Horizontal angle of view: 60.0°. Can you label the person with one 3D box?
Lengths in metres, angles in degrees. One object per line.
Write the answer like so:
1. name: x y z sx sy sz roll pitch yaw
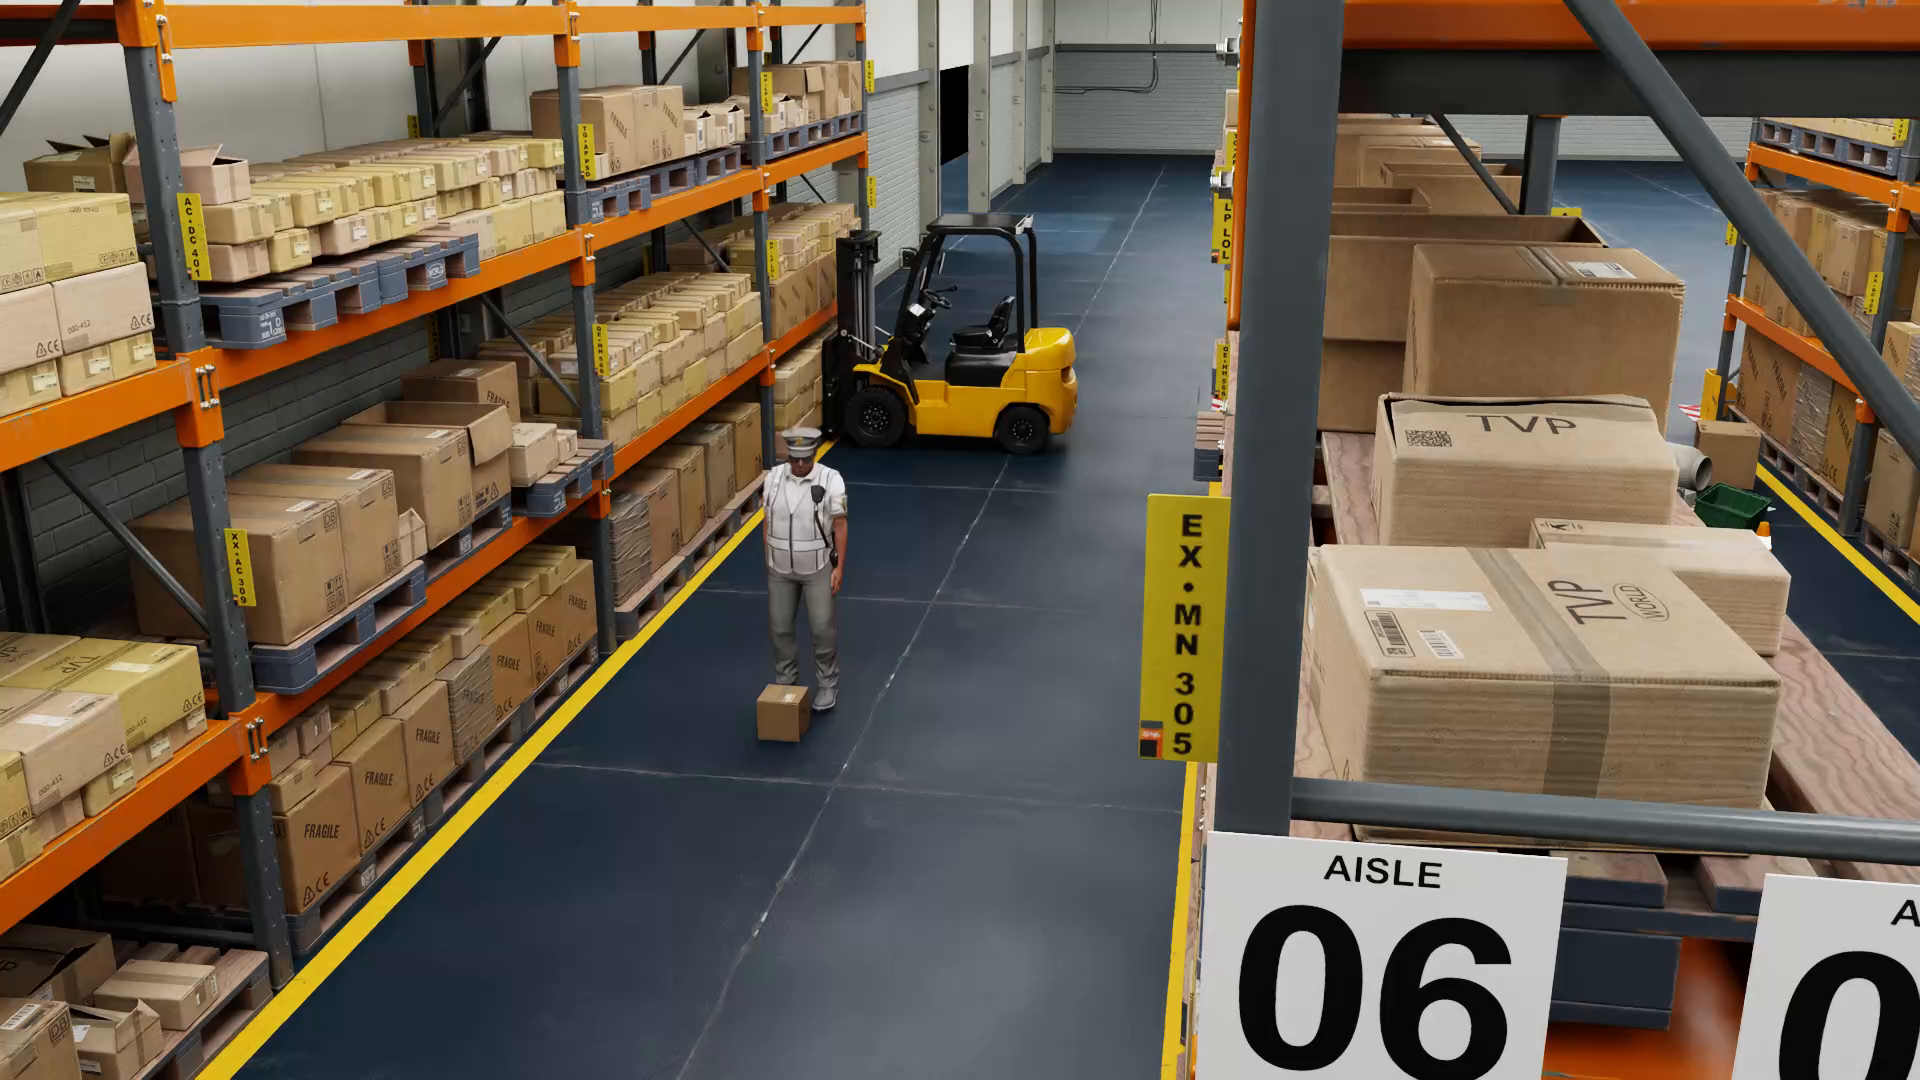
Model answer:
1. person: -0.937 0.166 10.050 0.530 1.740 0.391 3 18 10
